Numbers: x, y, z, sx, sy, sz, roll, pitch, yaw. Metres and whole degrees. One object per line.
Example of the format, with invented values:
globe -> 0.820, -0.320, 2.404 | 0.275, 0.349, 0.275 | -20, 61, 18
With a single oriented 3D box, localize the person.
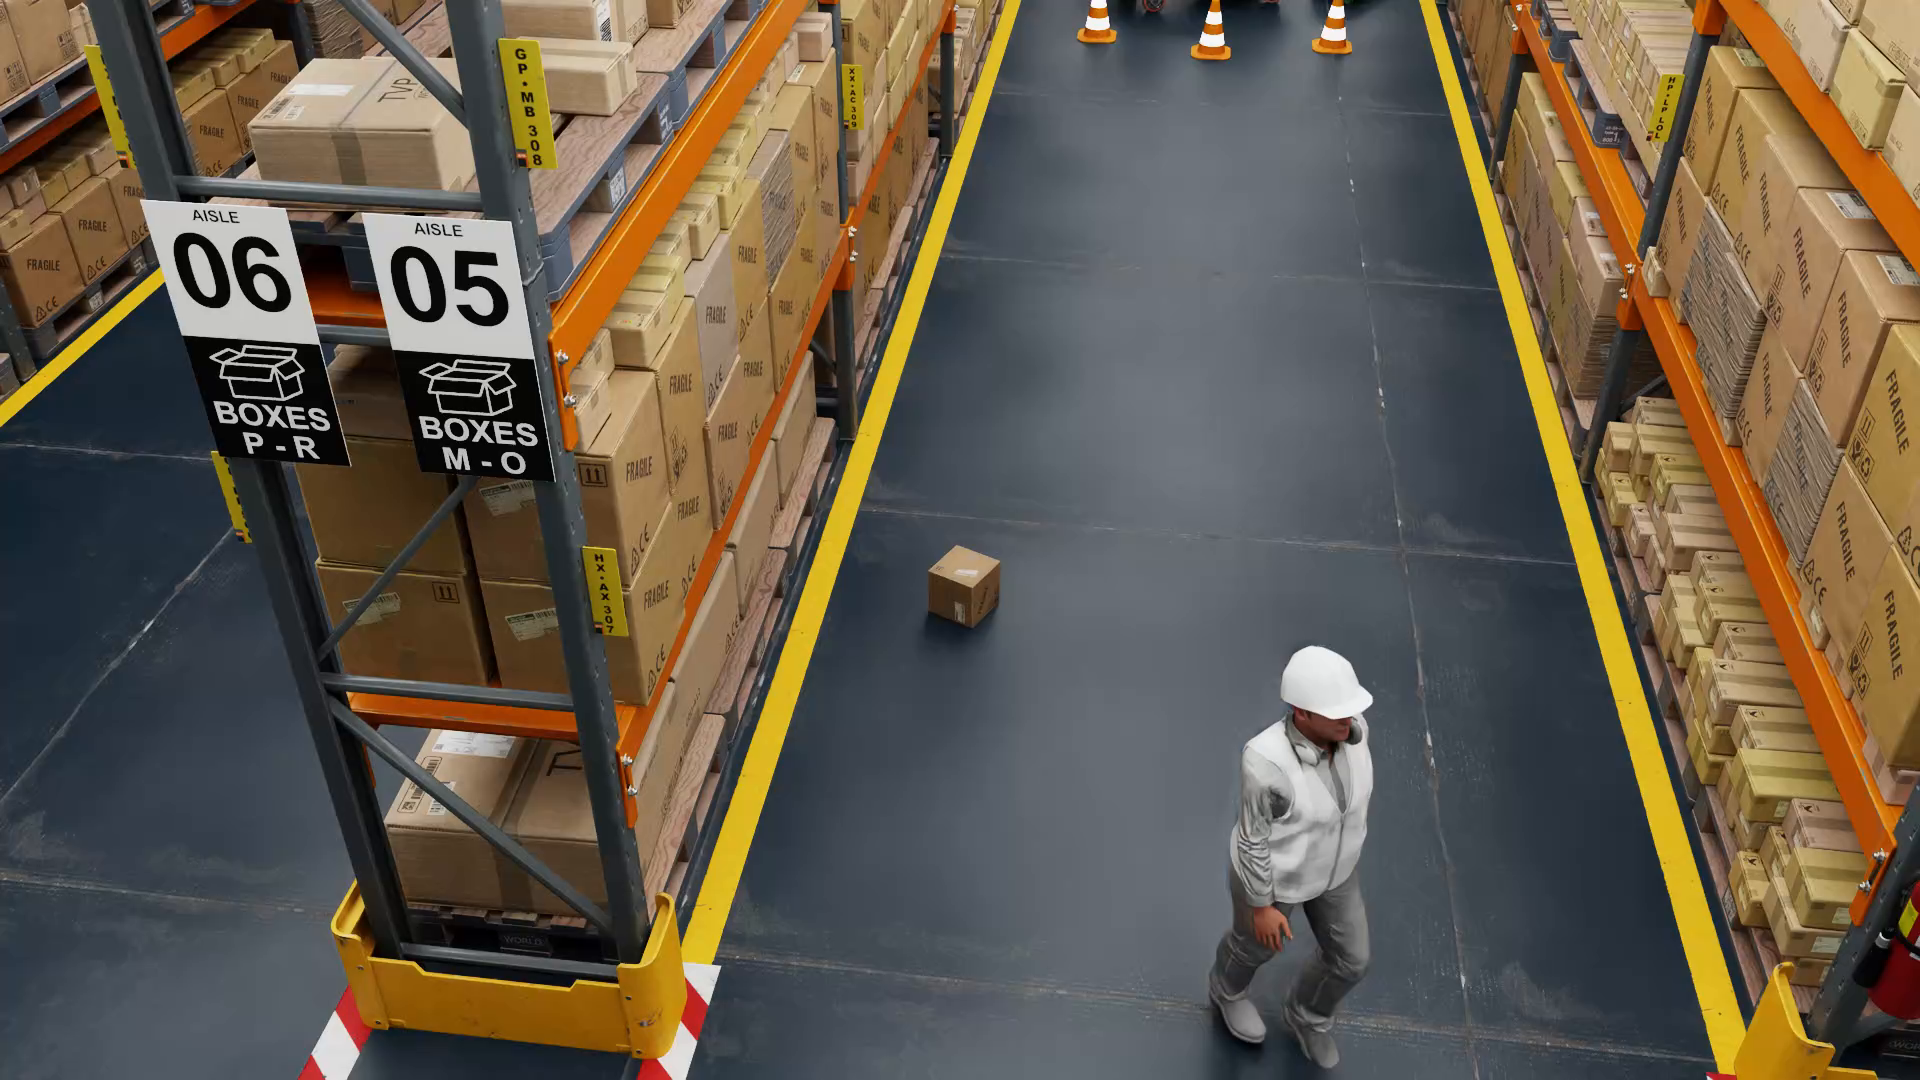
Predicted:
person -> 1.112, 1.094, 5.539 | 0.567, 1.846, 0.541 | -19, 40, -25
